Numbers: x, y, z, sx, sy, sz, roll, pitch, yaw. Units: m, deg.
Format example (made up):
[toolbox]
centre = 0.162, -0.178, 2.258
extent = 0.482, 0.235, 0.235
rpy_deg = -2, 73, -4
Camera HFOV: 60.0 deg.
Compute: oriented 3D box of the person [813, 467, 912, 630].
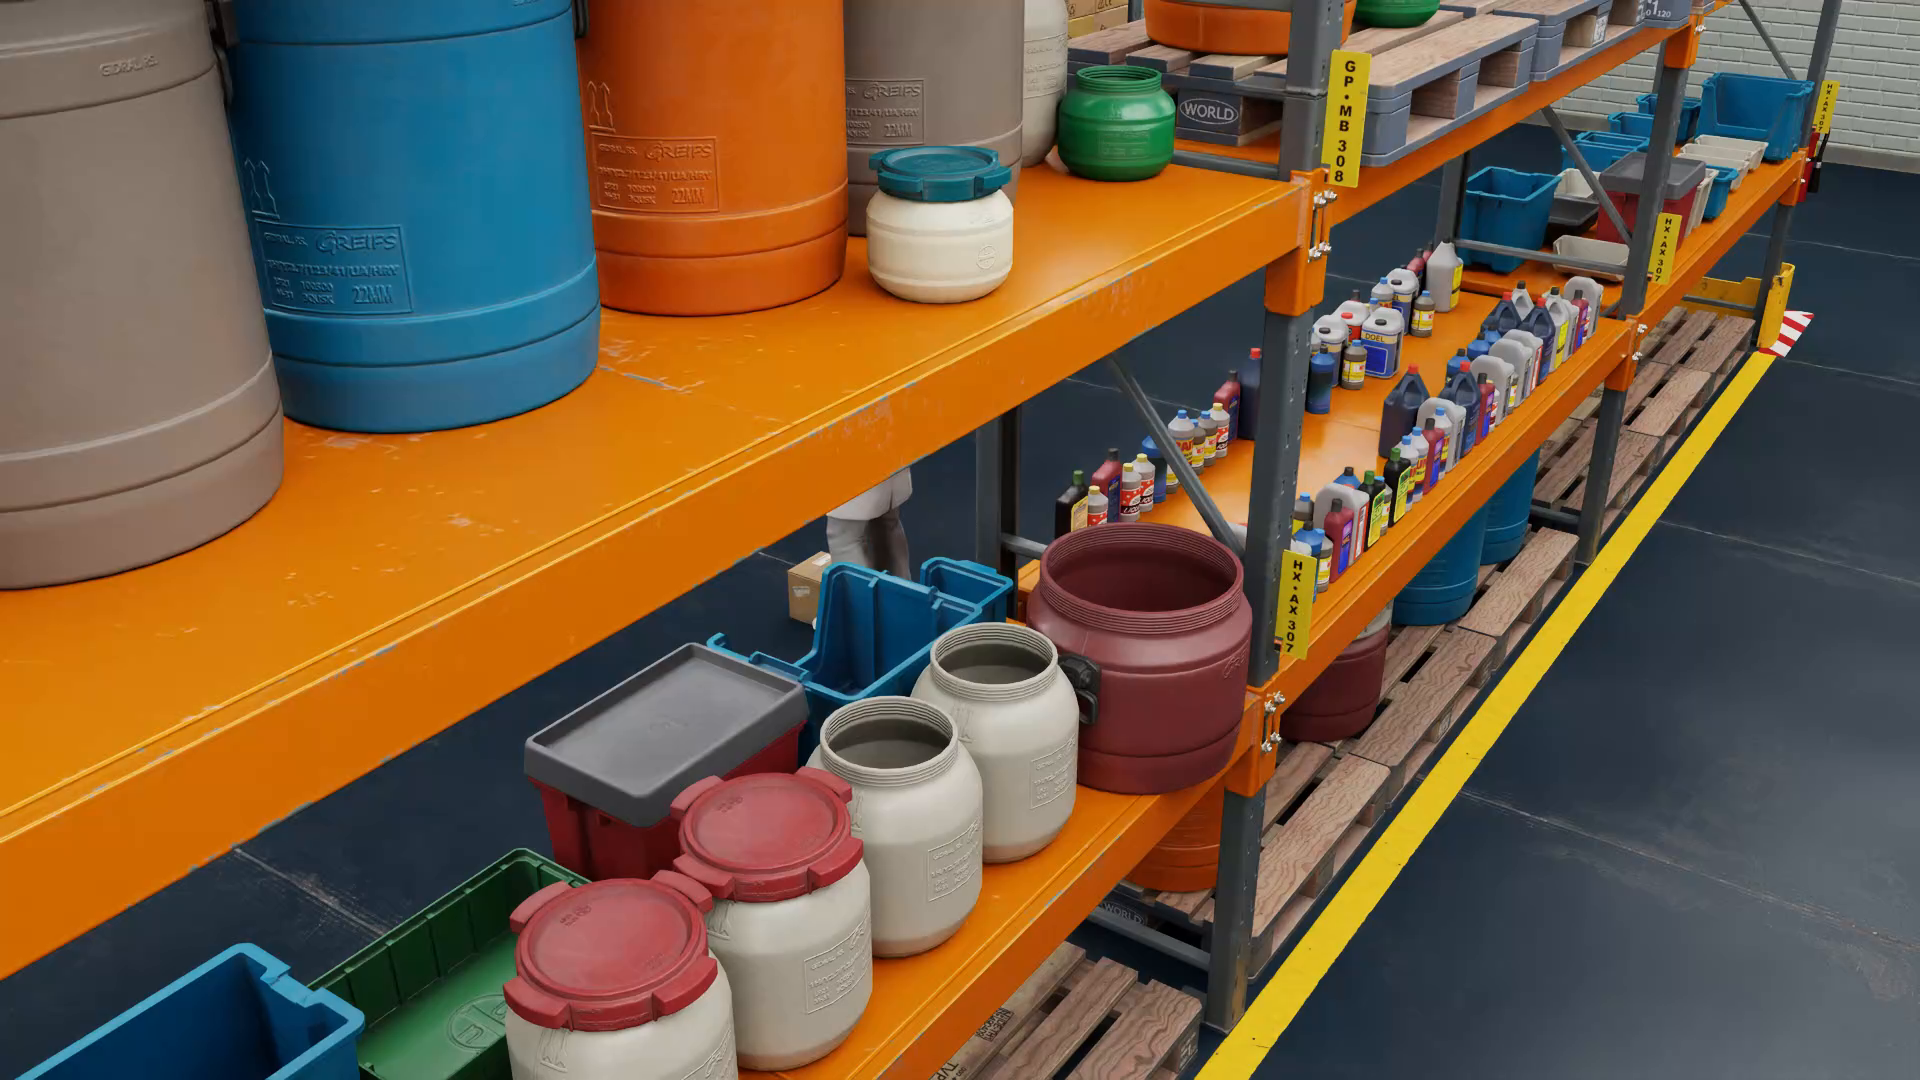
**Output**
[person]
centre = -0.428, -0.384, 7.399
extent = 0.421, 1.774, 0.642
rpy_deg = 17, 31, 31
